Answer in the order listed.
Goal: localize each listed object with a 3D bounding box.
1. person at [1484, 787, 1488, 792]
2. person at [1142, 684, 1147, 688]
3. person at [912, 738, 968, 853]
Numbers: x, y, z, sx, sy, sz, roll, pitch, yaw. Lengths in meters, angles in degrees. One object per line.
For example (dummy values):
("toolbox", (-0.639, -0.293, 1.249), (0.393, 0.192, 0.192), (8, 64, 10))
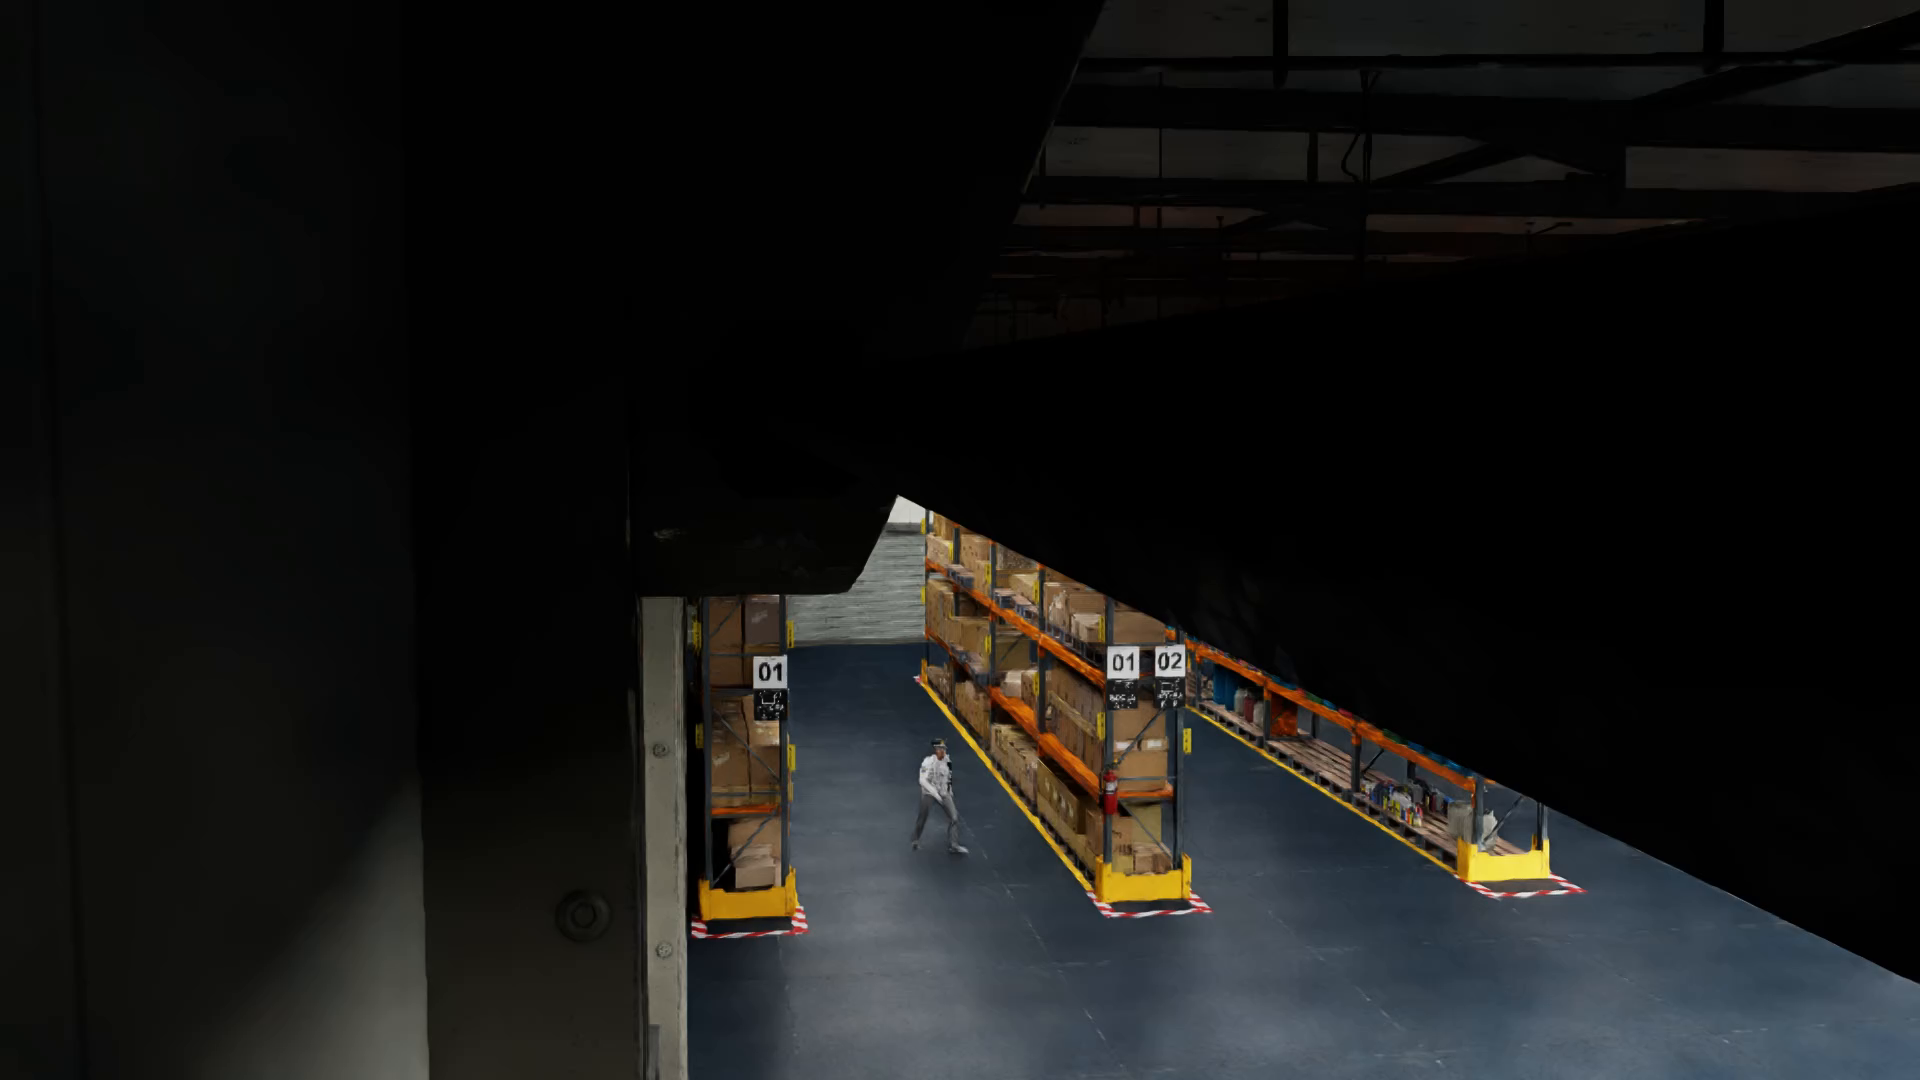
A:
("person", (8.307, 3.215, 26.609), (0.404, 1.512, 1.039), (-1, 5, -11))
("person", (3.606, 2.581, 33.025), (0.417, 1.679, 0.506), (-4, 6, -39))
("person", (-0.329, 3.502, 22.987), (0.638, 1.595, 0.814), (-2, 6, -26))
